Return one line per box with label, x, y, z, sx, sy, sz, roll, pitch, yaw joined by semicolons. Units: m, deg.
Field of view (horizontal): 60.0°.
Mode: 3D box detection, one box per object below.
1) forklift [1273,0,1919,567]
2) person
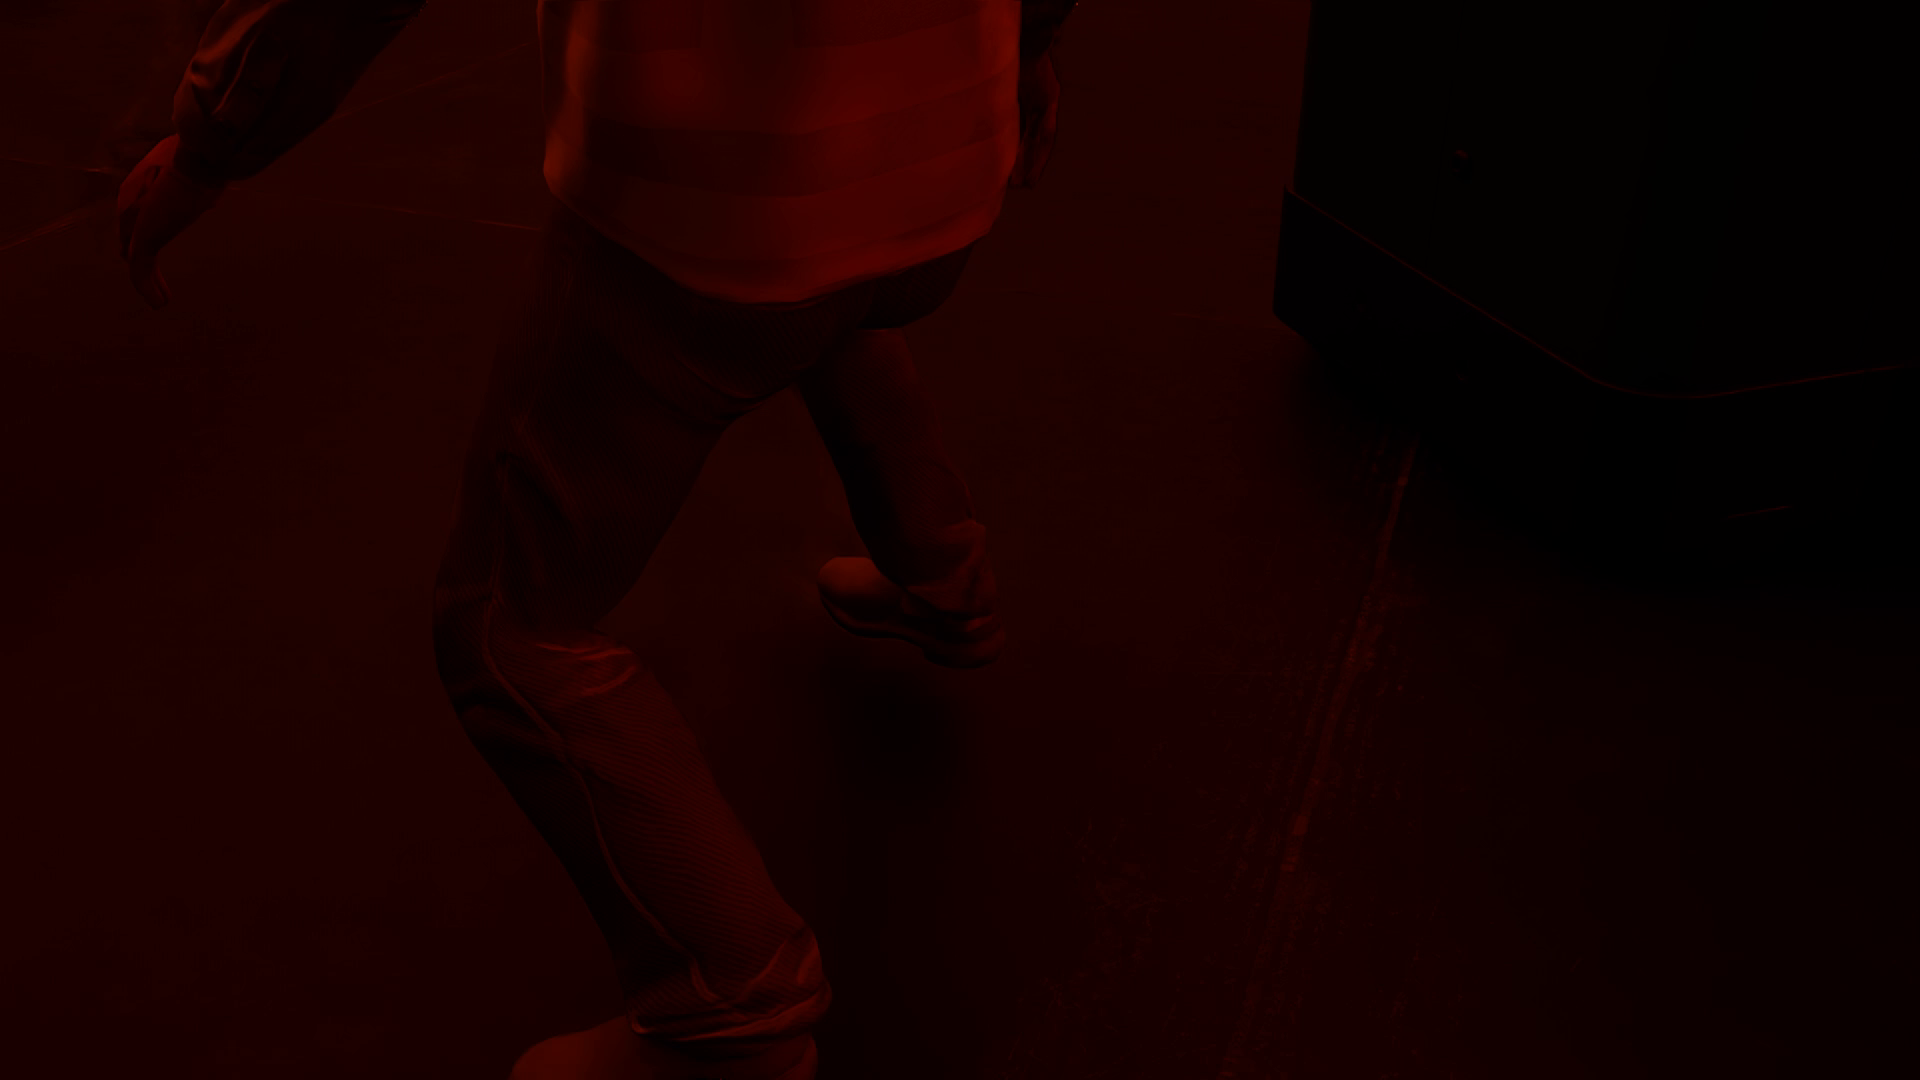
forklift;2.159;-1.657;2.451;3.031;2.935;1.130;-9;31;-16
person;-0.226;-0.361;1.498;0.938;1.656;0.673;-25;38;-36
